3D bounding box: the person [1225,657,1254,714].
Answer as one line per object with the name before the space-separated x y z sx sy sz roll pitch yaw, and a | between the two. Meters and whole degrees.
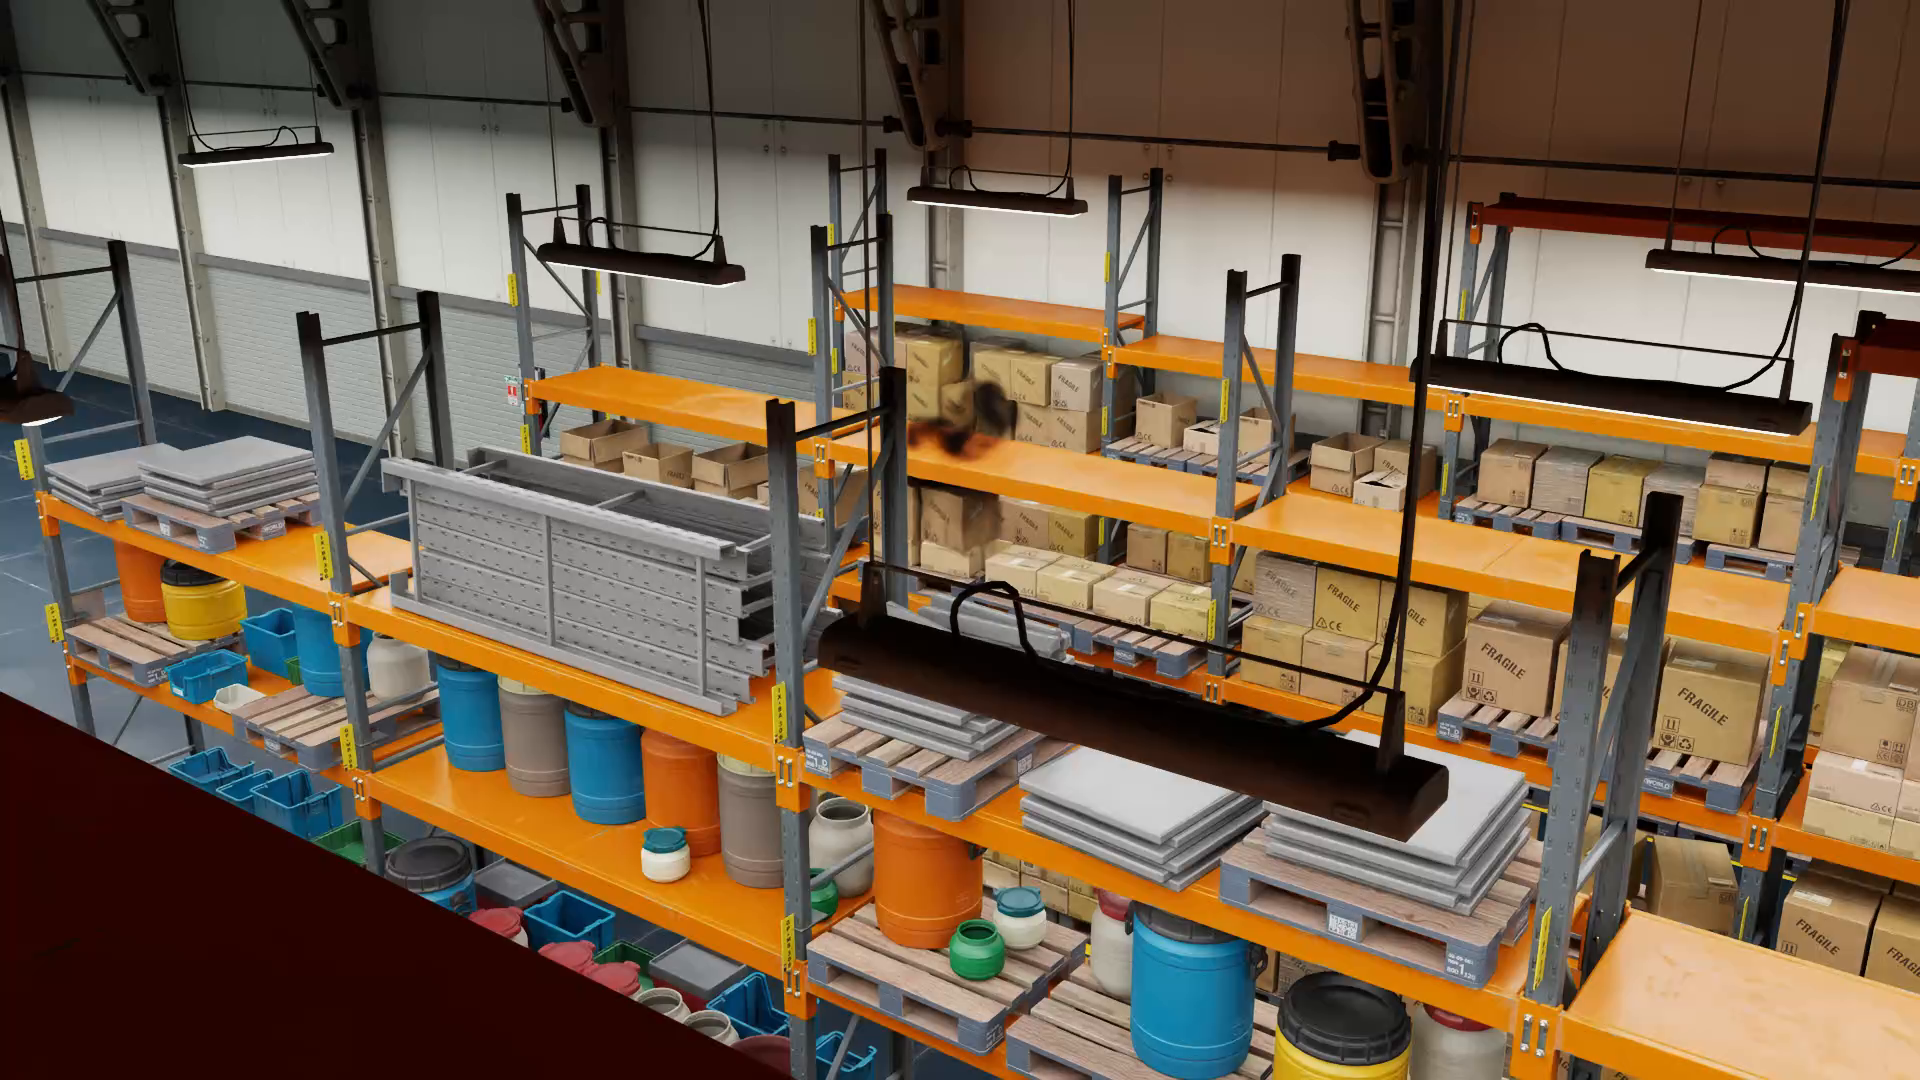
person | 2.867 1.653 16.661 0.794 1.691 0.684 12 22 32
